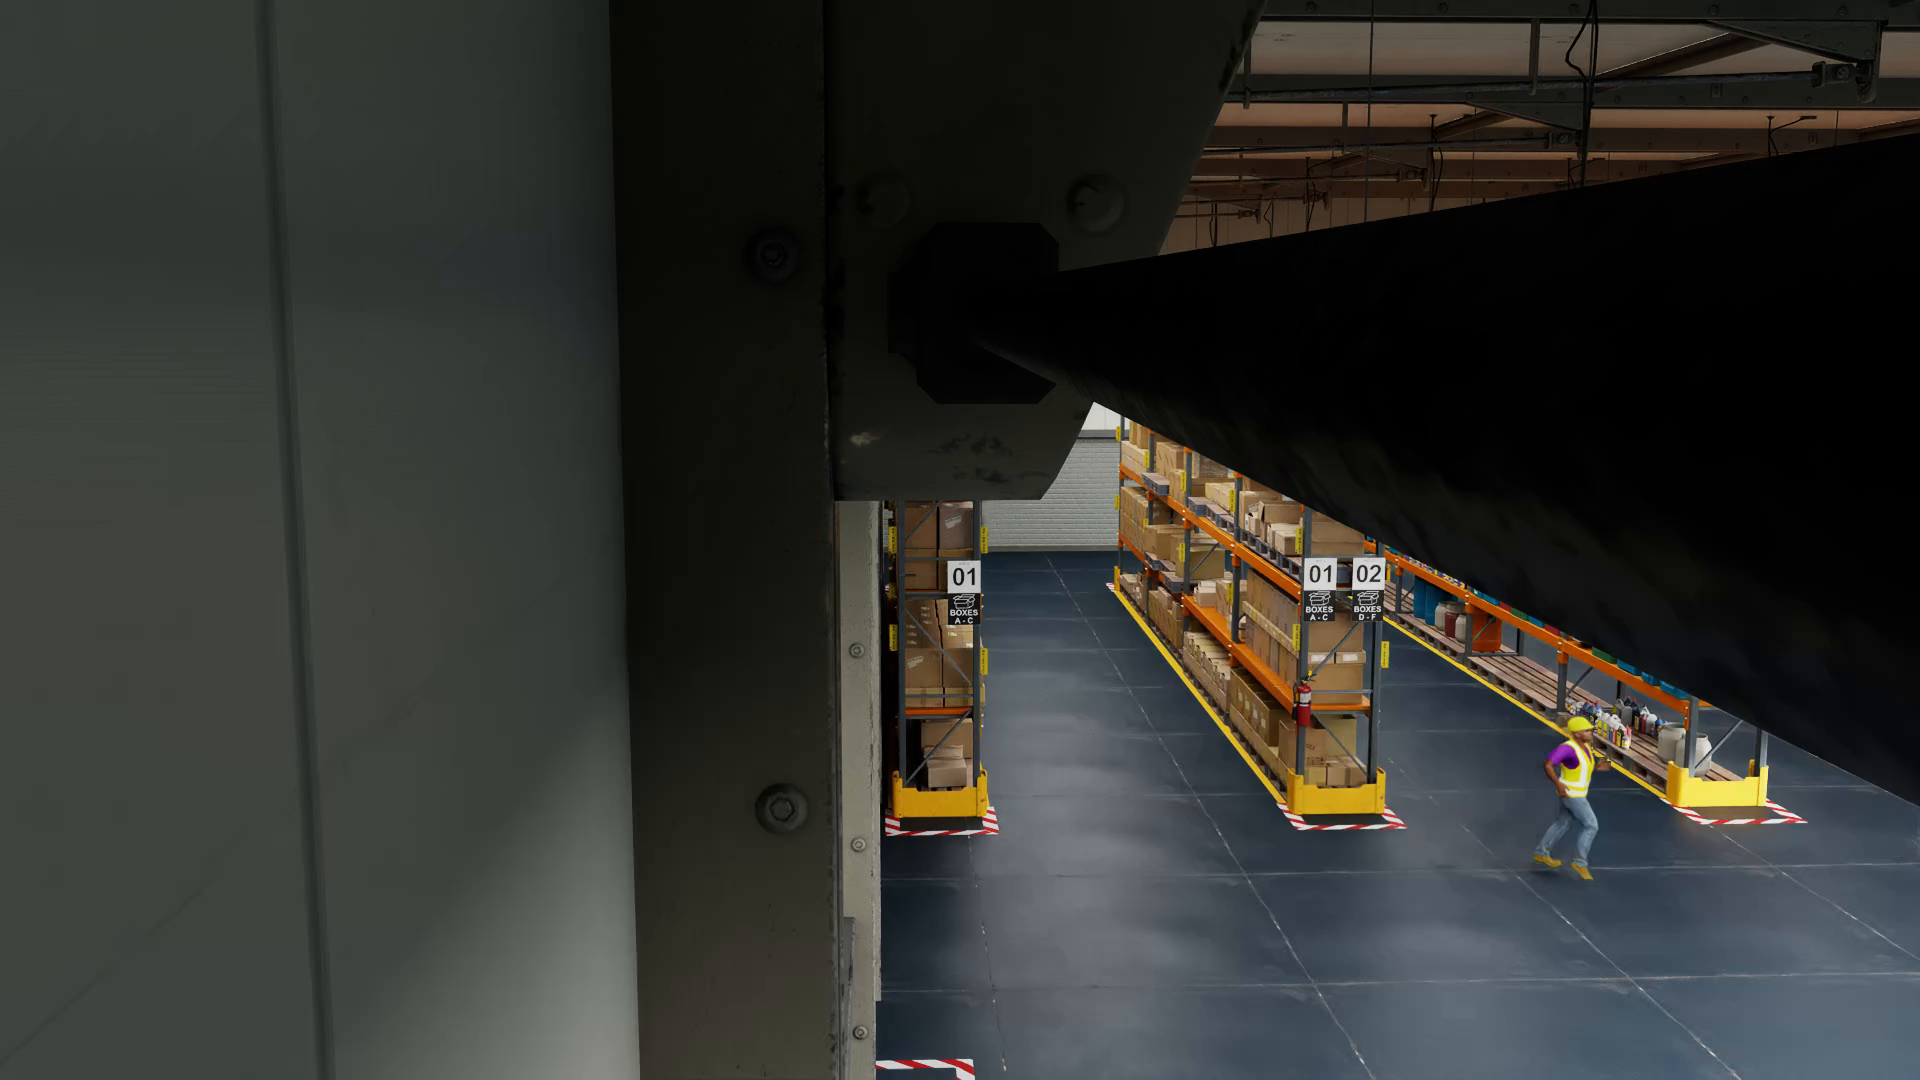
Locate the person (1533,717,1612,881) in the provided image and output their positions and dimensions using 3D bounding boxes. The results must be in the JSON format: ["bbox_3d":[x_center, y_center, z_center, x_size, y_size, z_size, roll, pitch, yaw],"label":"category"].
[{"bbox_3d":[6.782,2.842,18.402,0.765,1.835,0.661,4,9,26],"label":"person"}]
